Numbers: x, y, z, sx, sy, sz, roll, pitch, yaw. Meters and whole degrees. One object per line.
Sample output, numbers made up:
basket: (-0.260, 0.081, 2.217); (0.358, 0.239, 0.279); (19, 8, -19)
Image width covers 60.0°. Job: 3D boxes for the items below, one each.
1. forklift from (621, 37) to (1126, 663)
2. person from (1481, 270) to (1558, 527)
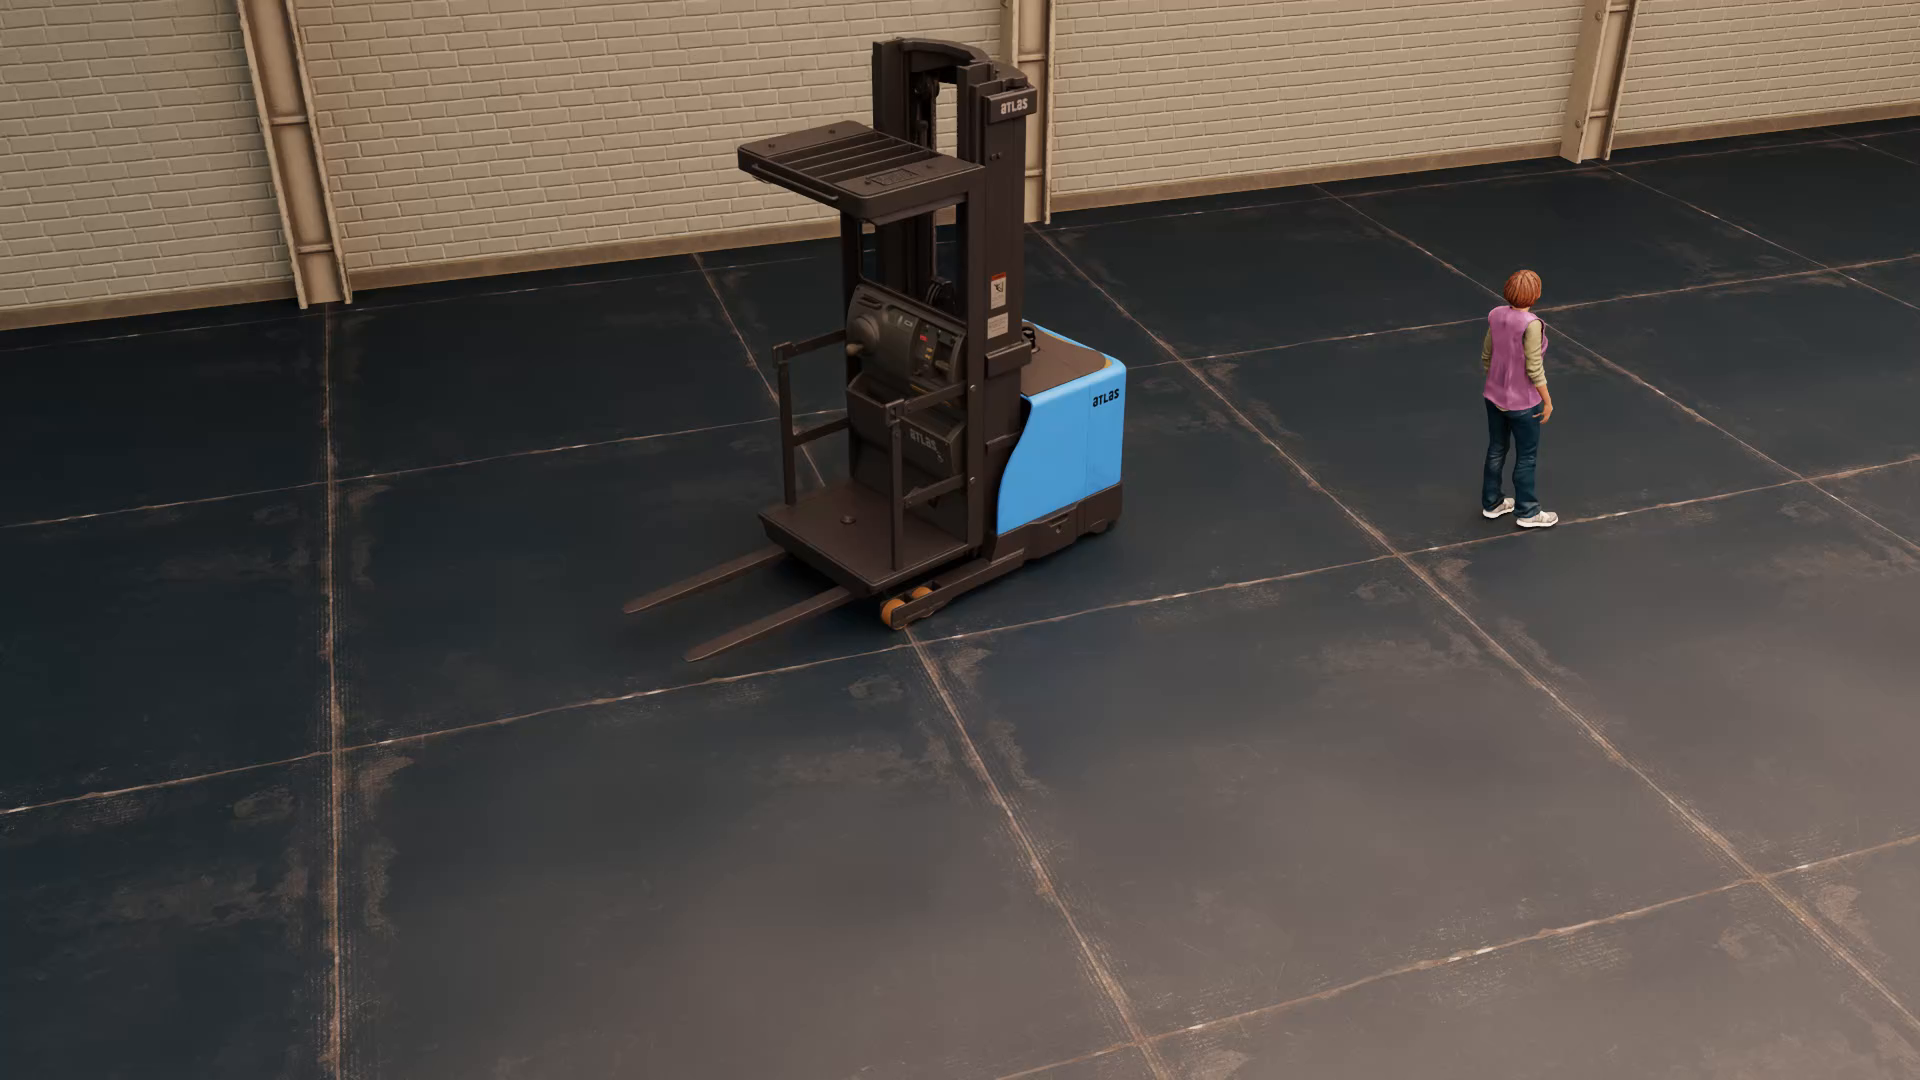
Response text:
forklift: (-0.461, -1.072, 8.951); (3.031, 2.935, 1.130); (-23, 37, -34)
person: (3.351, -0.852, 9.891); (0.473, 1.598, 0.521); (-14, 33, -23)
